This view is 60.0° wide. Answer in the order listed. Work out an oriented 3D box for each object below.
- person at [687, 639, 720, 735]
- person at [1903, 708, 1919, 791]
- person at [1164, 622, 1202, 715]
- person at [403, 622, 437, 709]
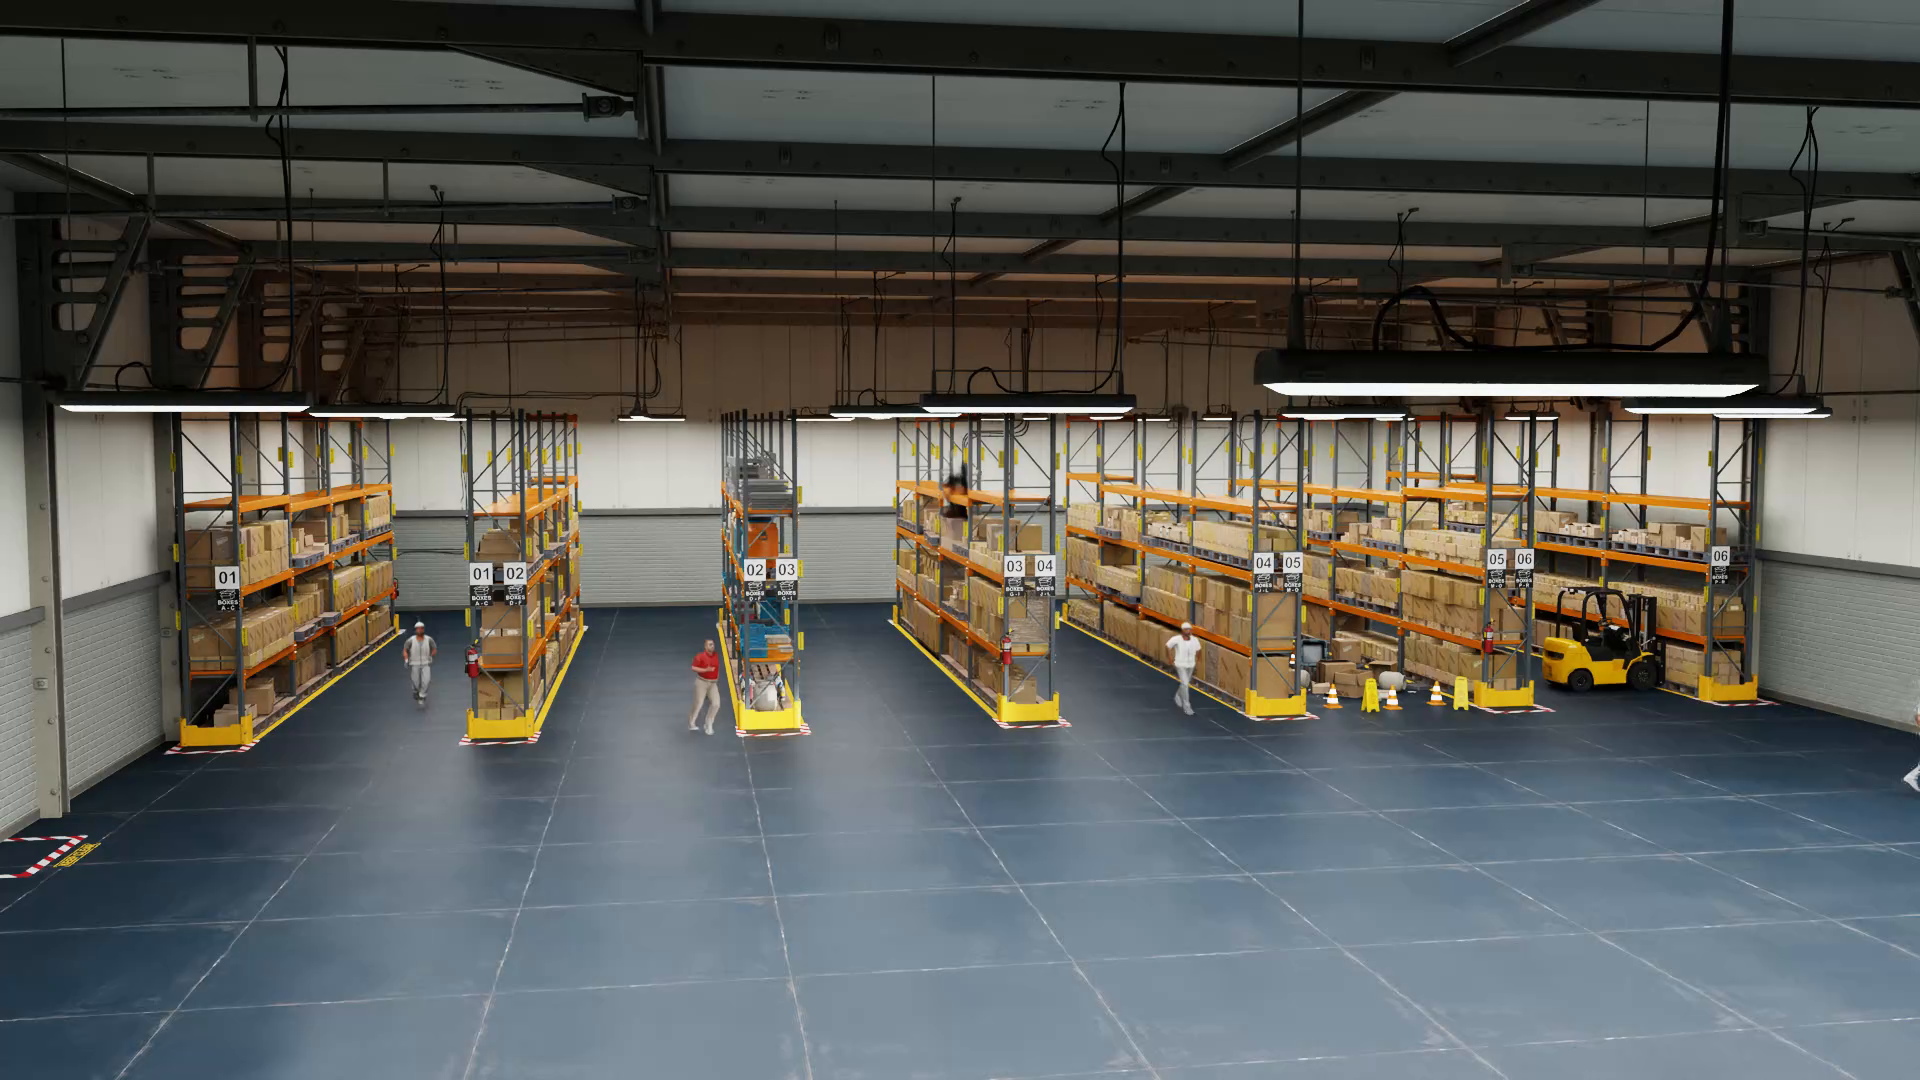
[{"bbox_3d":[-4.690,2.737,30.839,0.657,1.800,0.763,-3,5,-40],"label":"person"},{"bbox_3d":[14.894,3.052,25.390,0.860,1.792,0.678,4,5,41],"label":"person"},{"bbox_3d":[4.484,2.526,33.126,0.708,1.788,0.917,-1,4,-20],"label":"person"},{"bbox_3d":[-10.867,2.523,33.513,0.657,1.743,0.605,-2,4,-23],"label":"person"}]
